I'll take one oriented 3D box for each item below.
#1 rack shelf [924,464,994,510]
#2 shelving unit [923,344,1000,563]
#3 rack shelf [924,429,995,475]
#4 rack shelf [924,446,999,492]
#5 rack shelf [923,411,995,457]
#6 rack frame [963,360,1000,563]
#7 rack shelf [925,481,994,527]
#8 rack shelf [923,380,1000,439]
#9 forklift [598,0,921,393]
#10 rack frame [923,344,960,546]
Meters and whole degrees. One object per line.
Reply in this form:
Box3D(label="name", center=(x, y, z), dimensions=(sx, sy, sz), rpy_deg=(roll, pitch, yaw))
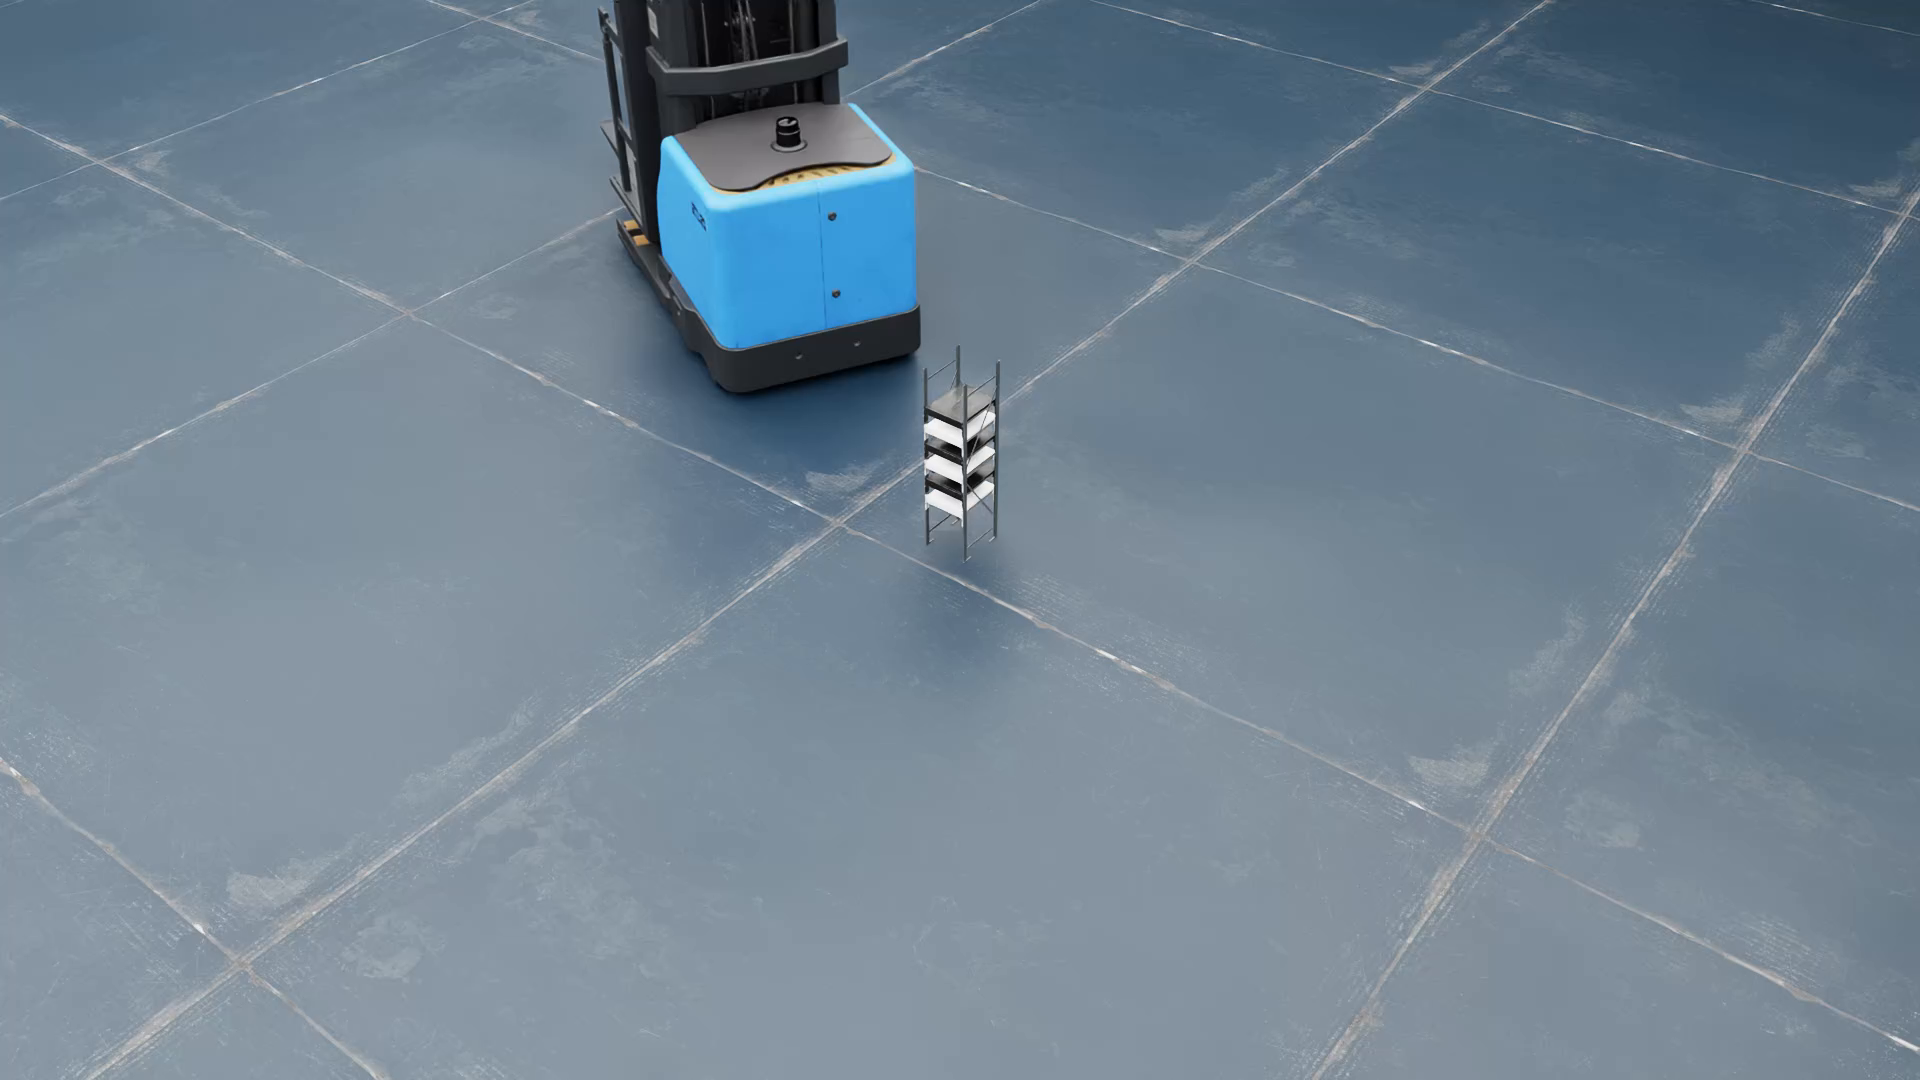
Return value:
Box3D(label="rack shelf", center=(0.006, -0.254, 7.045), dimensions=(0.200, 0.077, 0.258), rpy_deg=(25, 45, 29))
Box3D(label="shelving unit", center=(0.006, -0.351, 6.969), dimensions=(0.210, 0.900, 0.258), rpy_deg=(25, 45, 29))
Box3D(label="rack shelf", center=(0.006, -0.396, 6.934), dimensions=(0.200, 0.077, 0.258), rpy_deg=(25, 45, 29))
Box3D(label="rack shelf", center=(0.006, -0.325, 6.989), dimensions=(0.200, 0.077, 0.258), rpy_deg=(25, 45, 29))
Box3D(label="rack shelf", center=(0.006, -0.467, 6.878), dimensions=(0.200, 0.077, 0.258), rpy_deg=(25, 45, 29))
Box3D(label="rack frame", center=(0.087, -0.313, 6.920), dimensions=(0.006, 0.900, 0.240), rpy_deg=(25, 45, 29))
Box3D(label="rack shelf", center=(0.006, -0.183, 7.100), dimensions=(0.200, 0.077, 0.258), rpy_deg=(25, 45, 29))
Box3D(label="rack shelf", center=(0.006, -0.538, 6.823), dimensions=(0.200, 0.077, 0.258), rpy_deg=(25, 45, 29))
Box3D(label="forklift", center=(-1.266, -2.772, 8.413), dimensions=(1.130, 2.935, 3.031), rpy_deg=(-16, 41, -19))
Box3D(label="rack frame", center=(-0.074, -0.389, 7.017), dimensions=(0.006, 0.900, 0.240), rpy_deg=(25, 45, 29))
